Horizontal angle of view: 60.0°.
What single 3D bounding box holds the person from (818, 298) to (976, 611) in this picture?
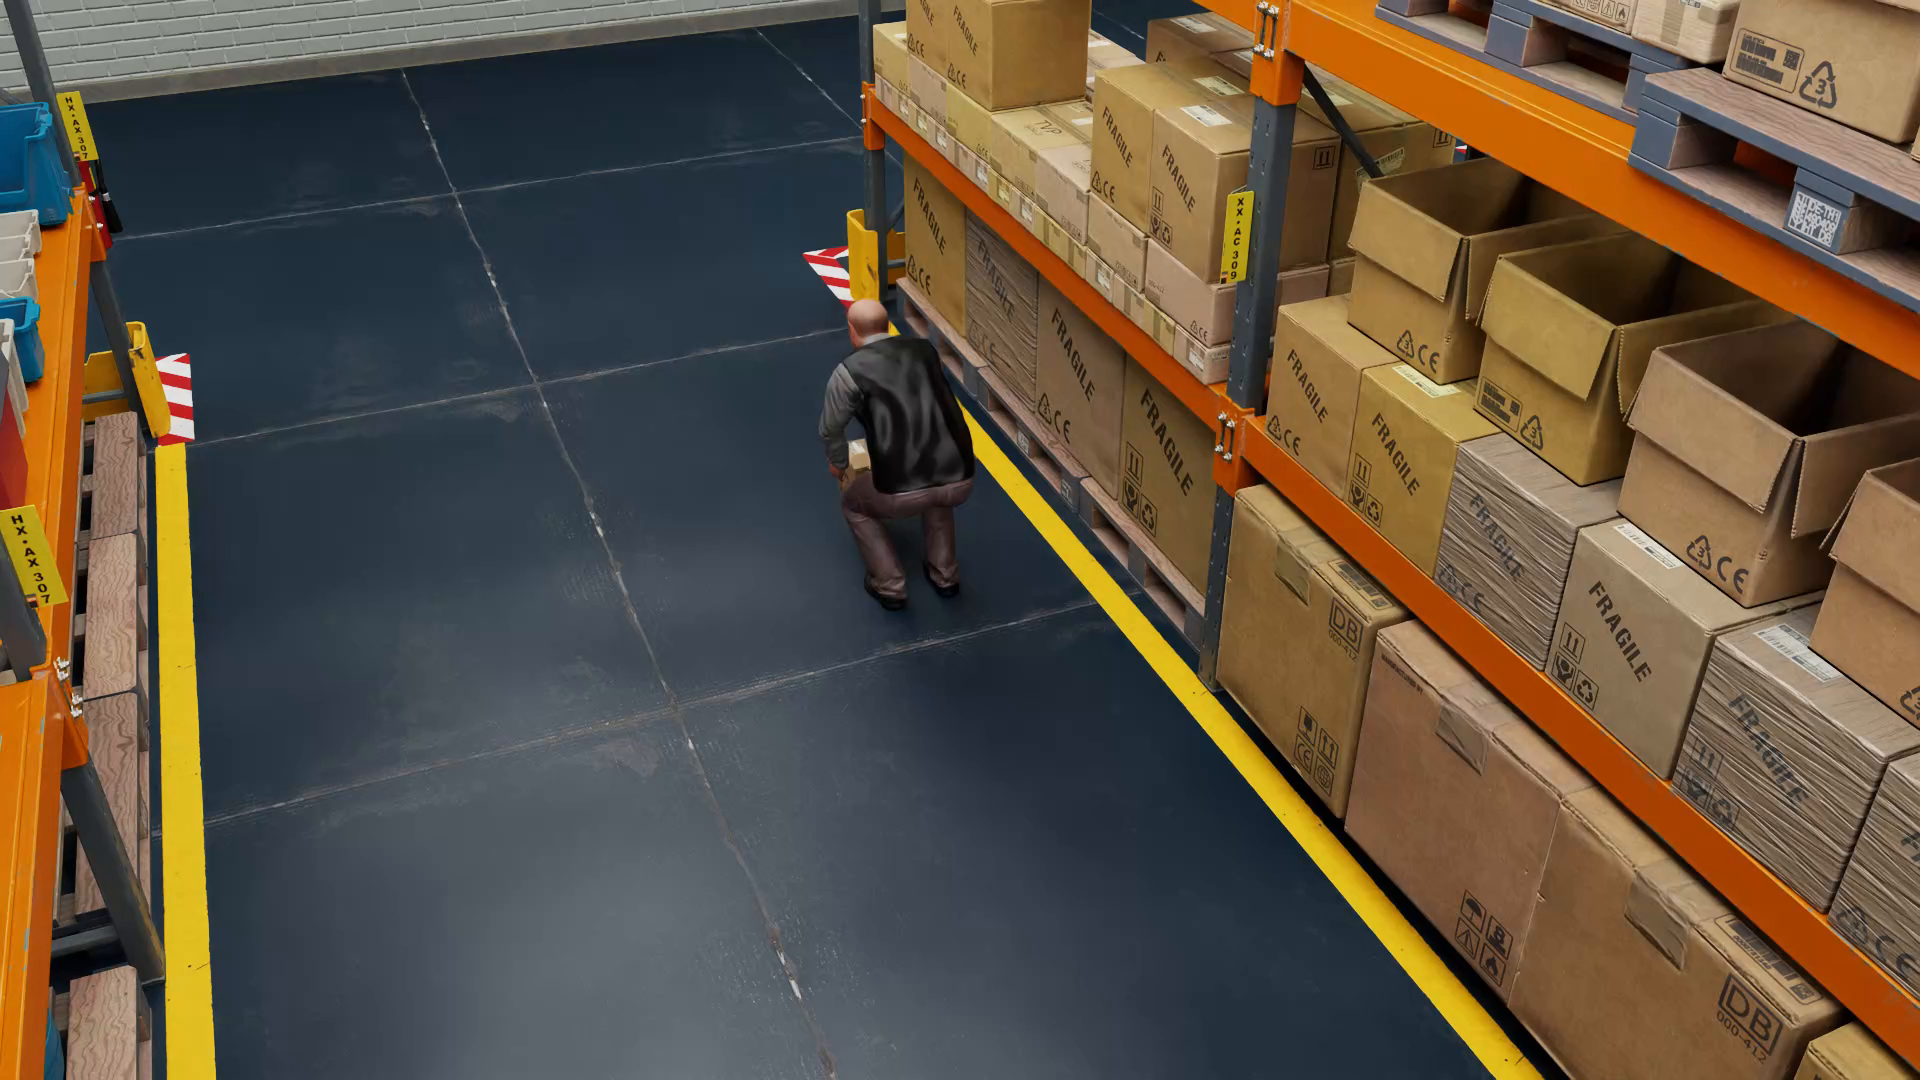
[{"bbox_3d":[-0.276,-0.340,7.106,0.586,1.260,0.763,-13,35,-19],"label":"person"}]
